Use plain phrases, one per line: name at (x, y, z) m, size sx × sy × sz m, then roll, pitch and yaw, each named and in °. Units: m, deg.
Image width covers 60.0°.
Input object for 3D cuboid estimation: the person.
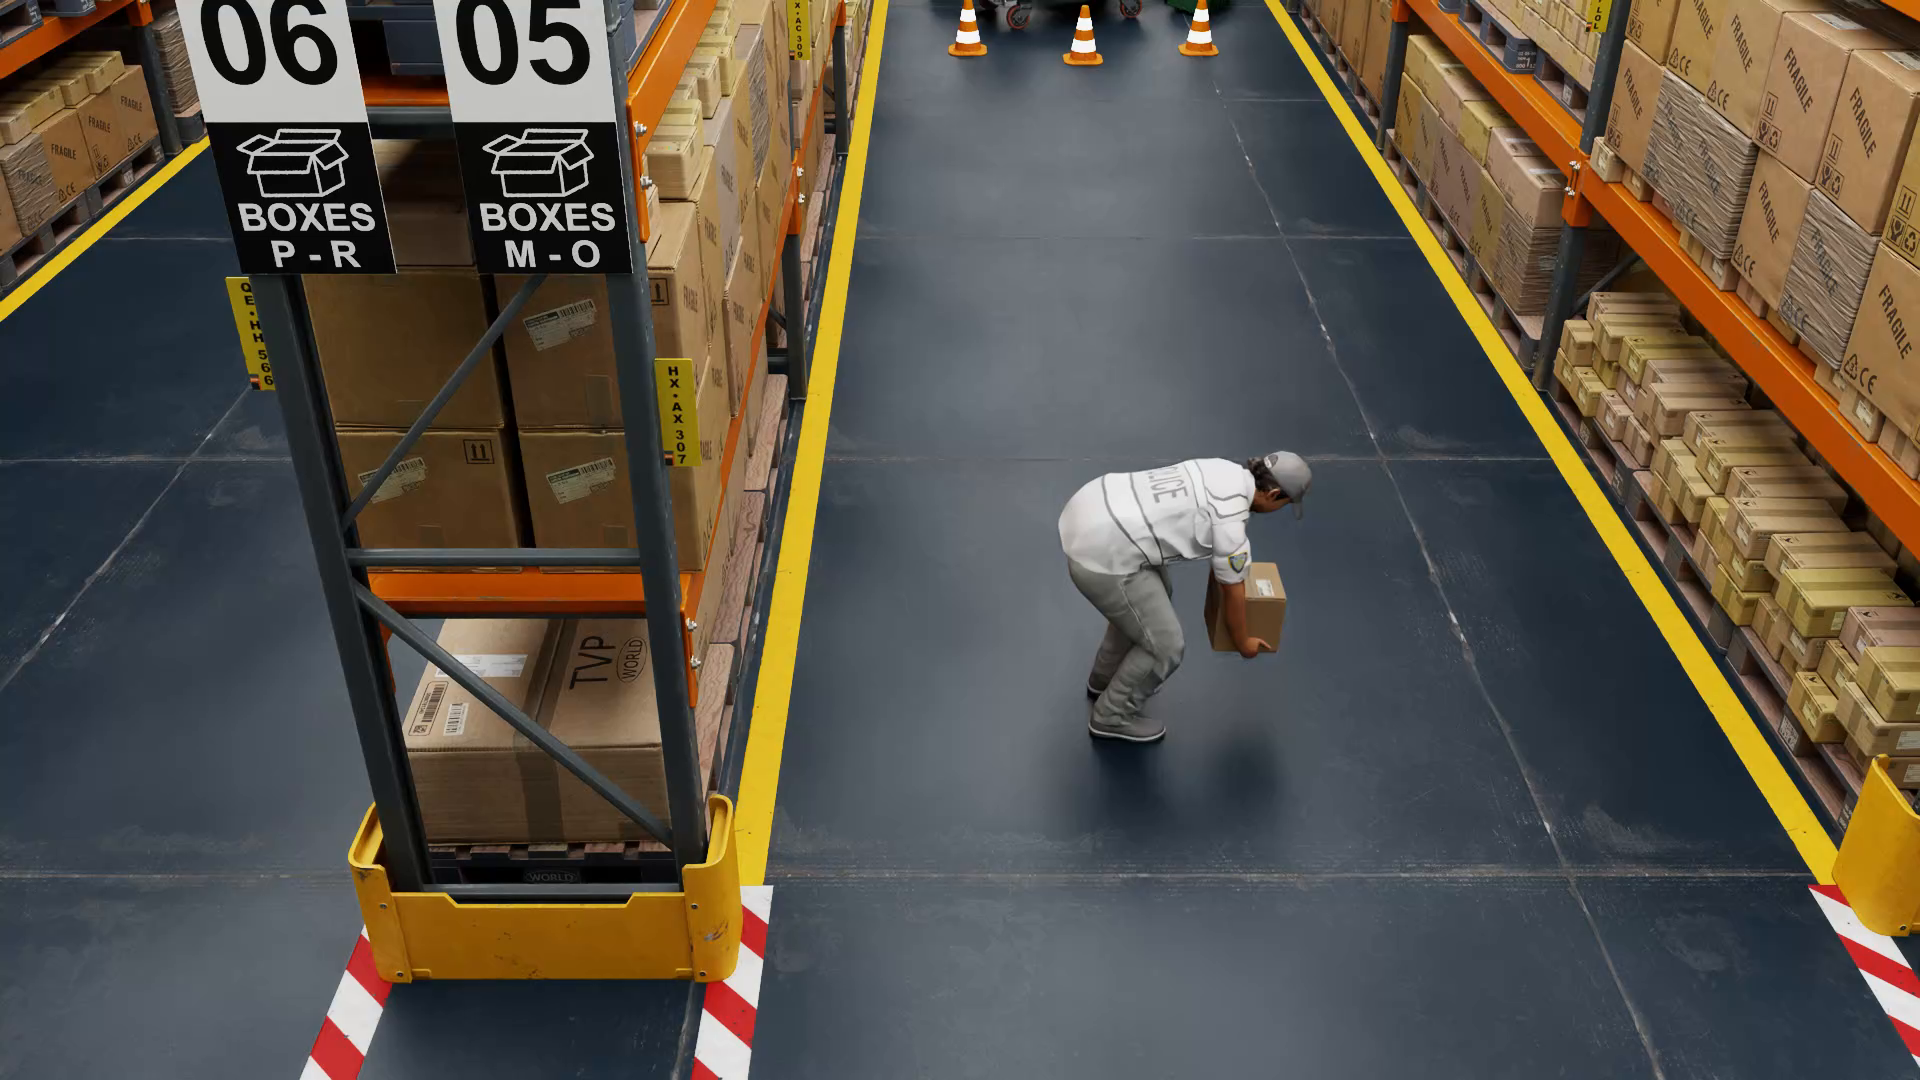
person at (0.830, 0.191, 6.316) m, size 0.922 × 1.153 × 0.492 m, roll -1°, pitch 32°, yaw -2°
